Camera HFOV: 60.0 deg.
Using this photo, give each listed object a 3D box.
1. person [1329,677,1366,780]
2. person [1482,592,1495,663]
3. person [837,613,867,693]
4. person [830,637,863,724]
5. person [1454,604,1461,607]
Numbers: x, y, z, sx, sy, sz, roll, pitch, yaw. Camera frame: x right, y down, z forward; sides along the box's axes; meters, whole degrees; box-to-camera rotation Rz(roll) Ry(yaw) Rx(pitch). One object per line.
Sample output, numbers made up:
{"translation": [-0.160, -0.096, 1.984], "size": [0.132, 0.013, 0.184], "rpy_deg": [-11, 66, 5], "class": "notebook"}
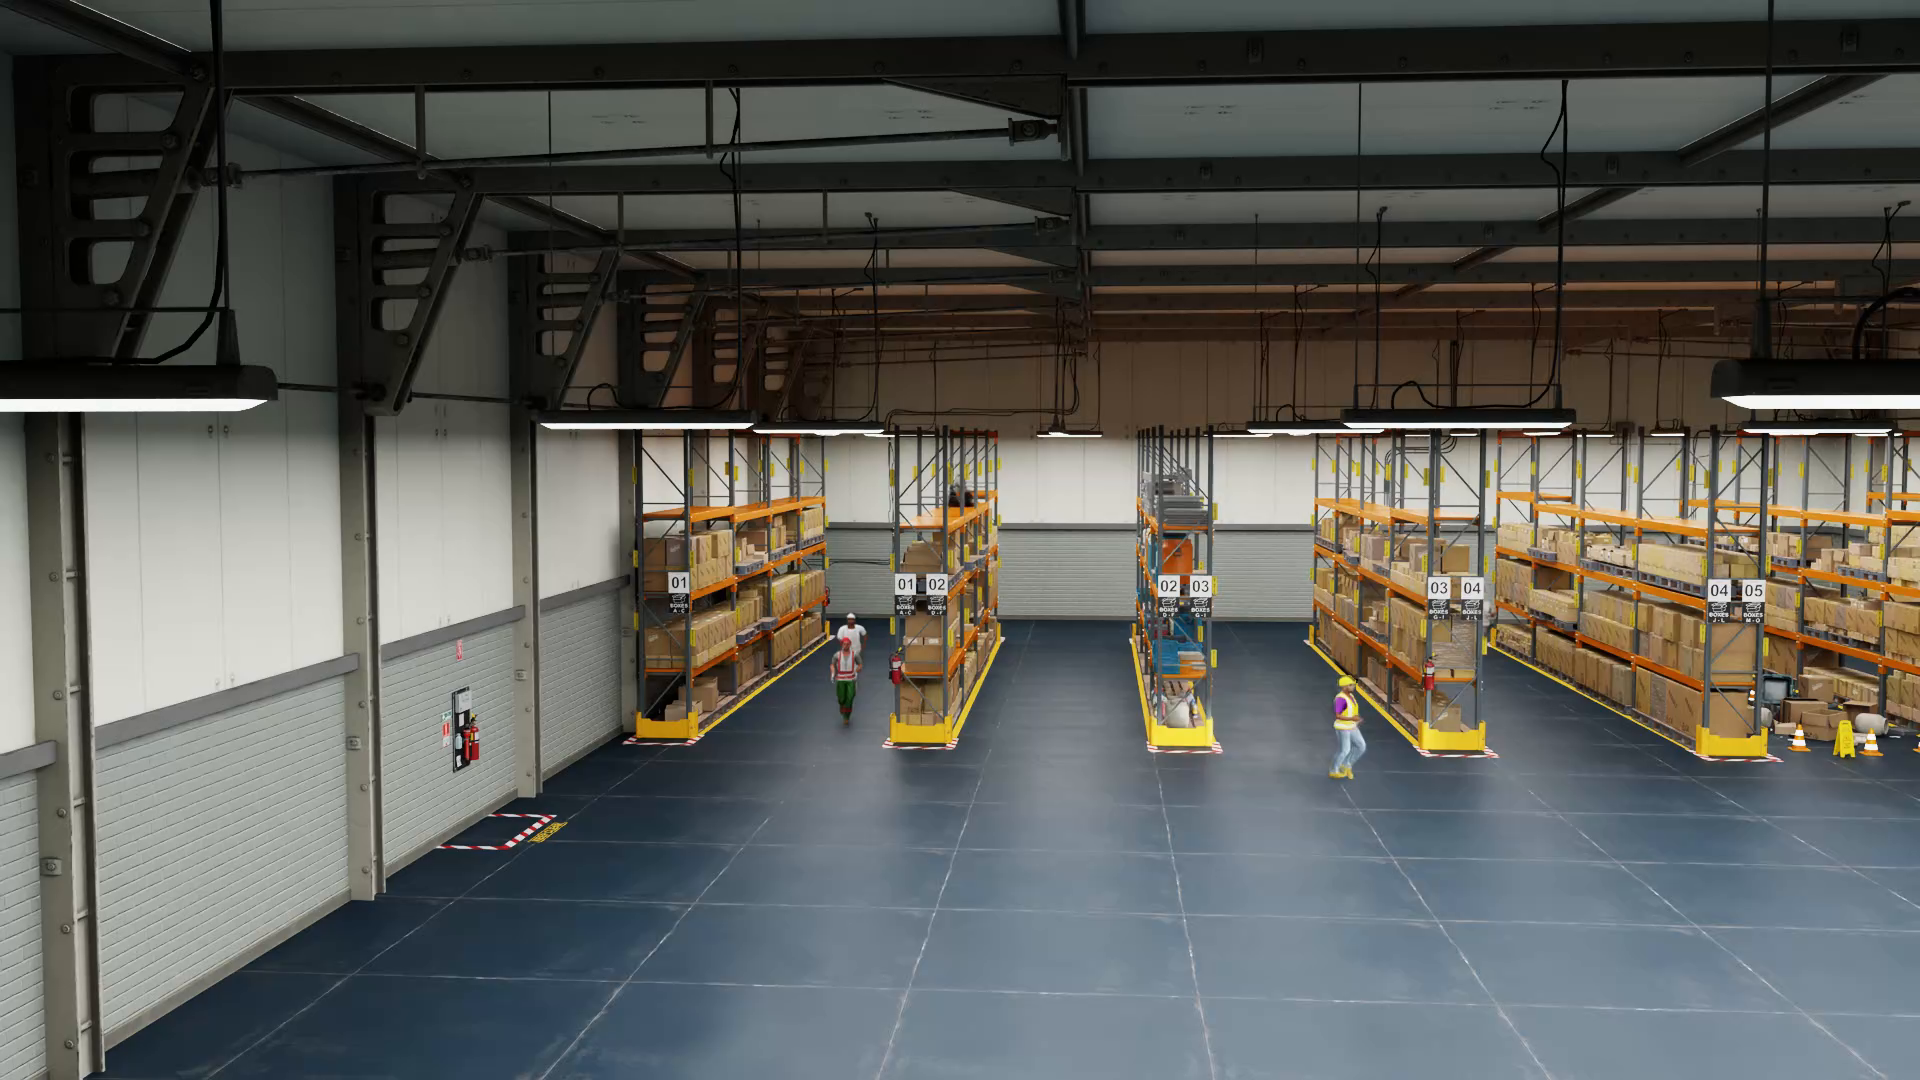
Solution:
{"translation": [6.518, 3.171, 27.914], "size": [0.681, 1.762, 0.672], "rpy_deg": [3, 4, 40], "class": "person"}
{"translation": [13.523, 2.241, 43.080], "size": [0.656, 1.824, 0.887], "rpy_deg": [0, 3, 7], "class": "person"}
{"translation": [-2.463, 2.573, 37.832], "size": [0.674, 1.814, 0.677], "rpy_deg": [0, 3, 0], "class": "person"}
{"translation": [-2.295, 2.836, 33.663], "size": [0.657, 1.744, 0.578], "rpy_deg": [0, 3, -3], "class": "person"}
{"translation": [13.835, 2.108, 46.776], "size": [0.653, 1.598, 0.620], "rpy_deg": [-3, 4, -38], "class": "person"}
